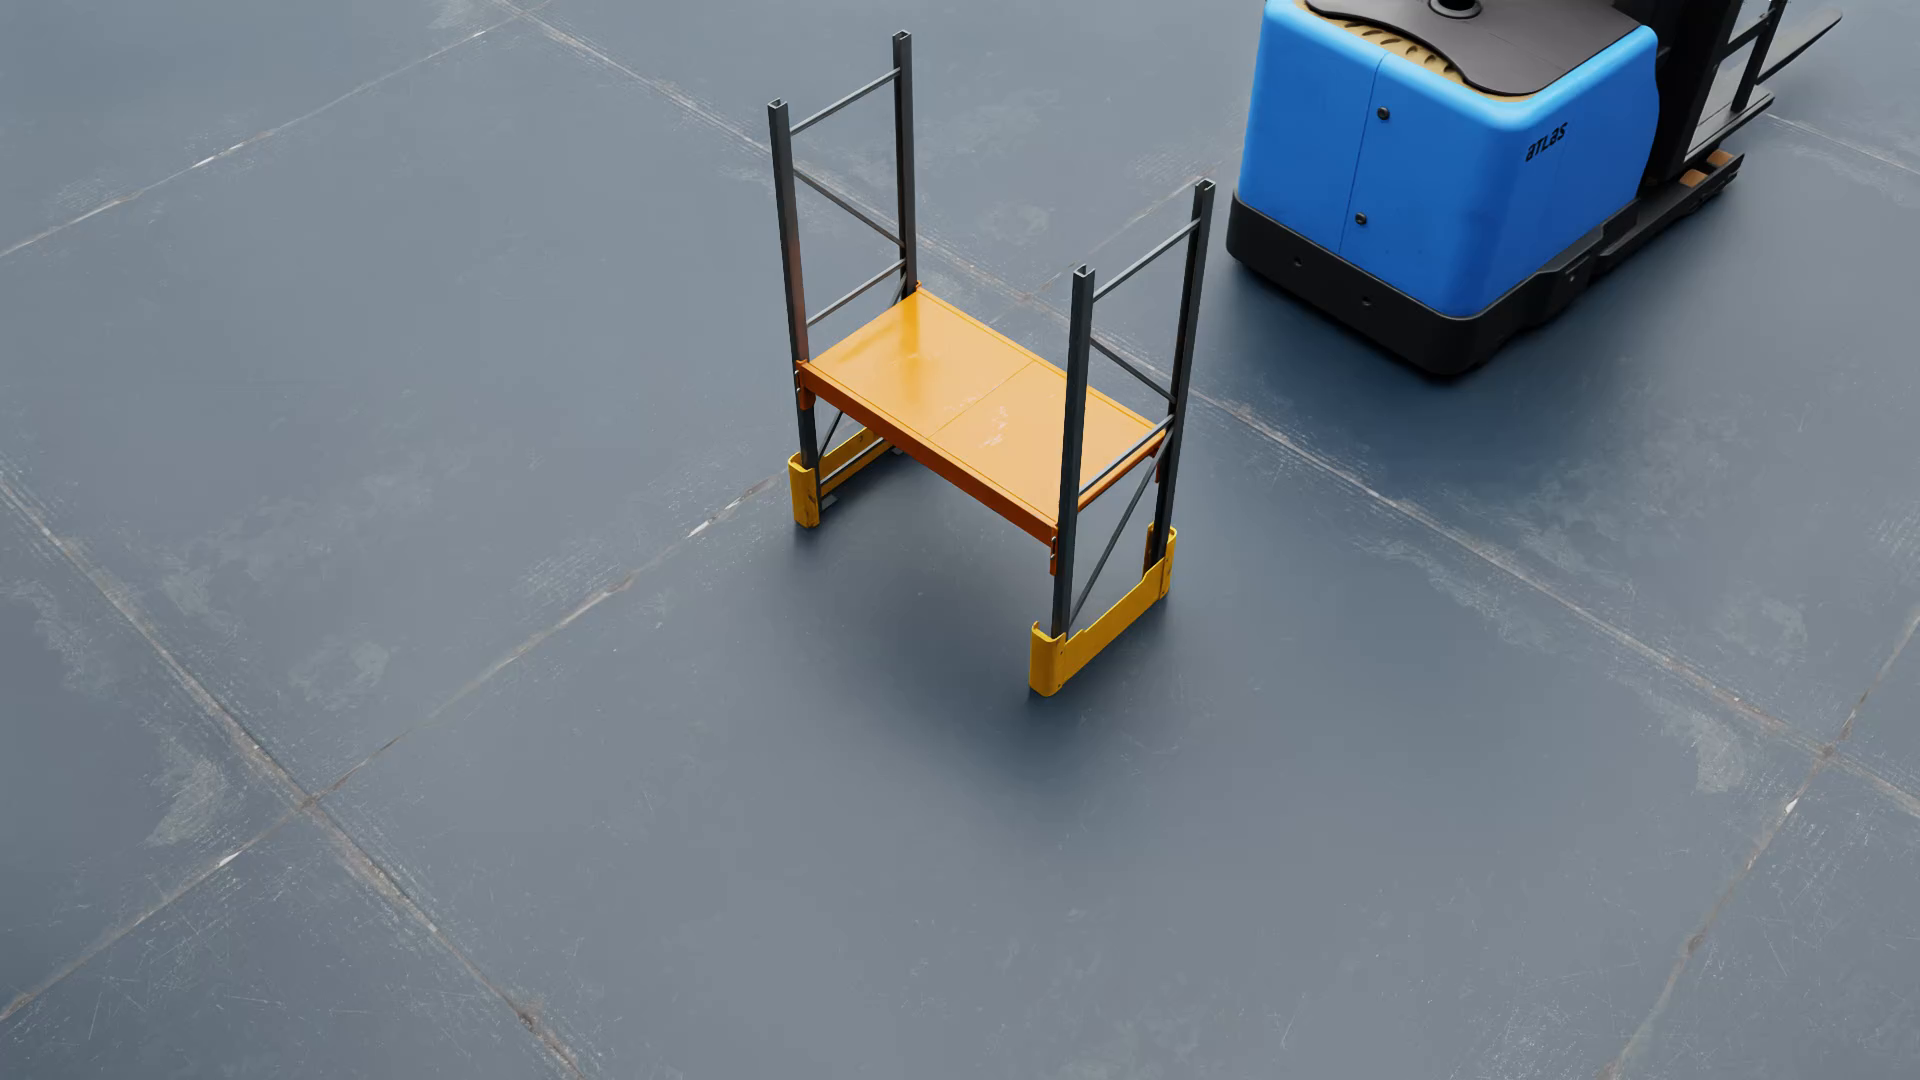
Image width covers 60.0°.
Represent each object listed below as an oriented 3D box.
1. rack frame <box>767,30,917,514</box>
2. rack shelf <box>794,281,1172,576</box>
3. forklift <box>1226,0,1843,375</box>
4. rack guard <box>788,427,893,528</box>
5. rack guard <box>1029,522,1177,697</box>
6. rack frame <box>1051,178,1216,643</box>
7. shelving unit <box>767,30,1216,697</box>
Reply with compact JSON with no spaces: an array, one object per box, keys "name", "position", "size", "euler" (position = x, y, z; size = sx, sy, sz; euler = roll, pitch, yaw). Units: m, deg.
[{"name":"rack frame","position":[-0.311,-0.723,4.900],"size":[0.032,1.500,0.500],"euler":[34,55,28]},{"name":"rack shelf","position":[0.063,-0.348,4.795],"size":[1.000,0.185,0.538],"euler":[34,55,28]},{"name":"forklift","position":[2.409,-2.517,5.603],"size":[3.031,2.935,1.130],"euler":[-34,55,-28]},{"name":"rack guard","position":[-0.310,-0.294,5.355],"size":[0.087,0.250,0.587],"euler":[34,55,28]},{"name":"rack guard","position":[0.422,0.198,4.892],"size":[0.087,0.250,0.587],"euler":[34,55,28]},{"name":"rack frame","position":[0.436,-0.220,4.428],"size":[0.032,1.500,0.500],"euler":[34,55,28]},{"name":"shelving unit","position":[0.056,-0.476,4.668],"size":[1.083,1.500,0.587],"euler":[34,55,28]}]
